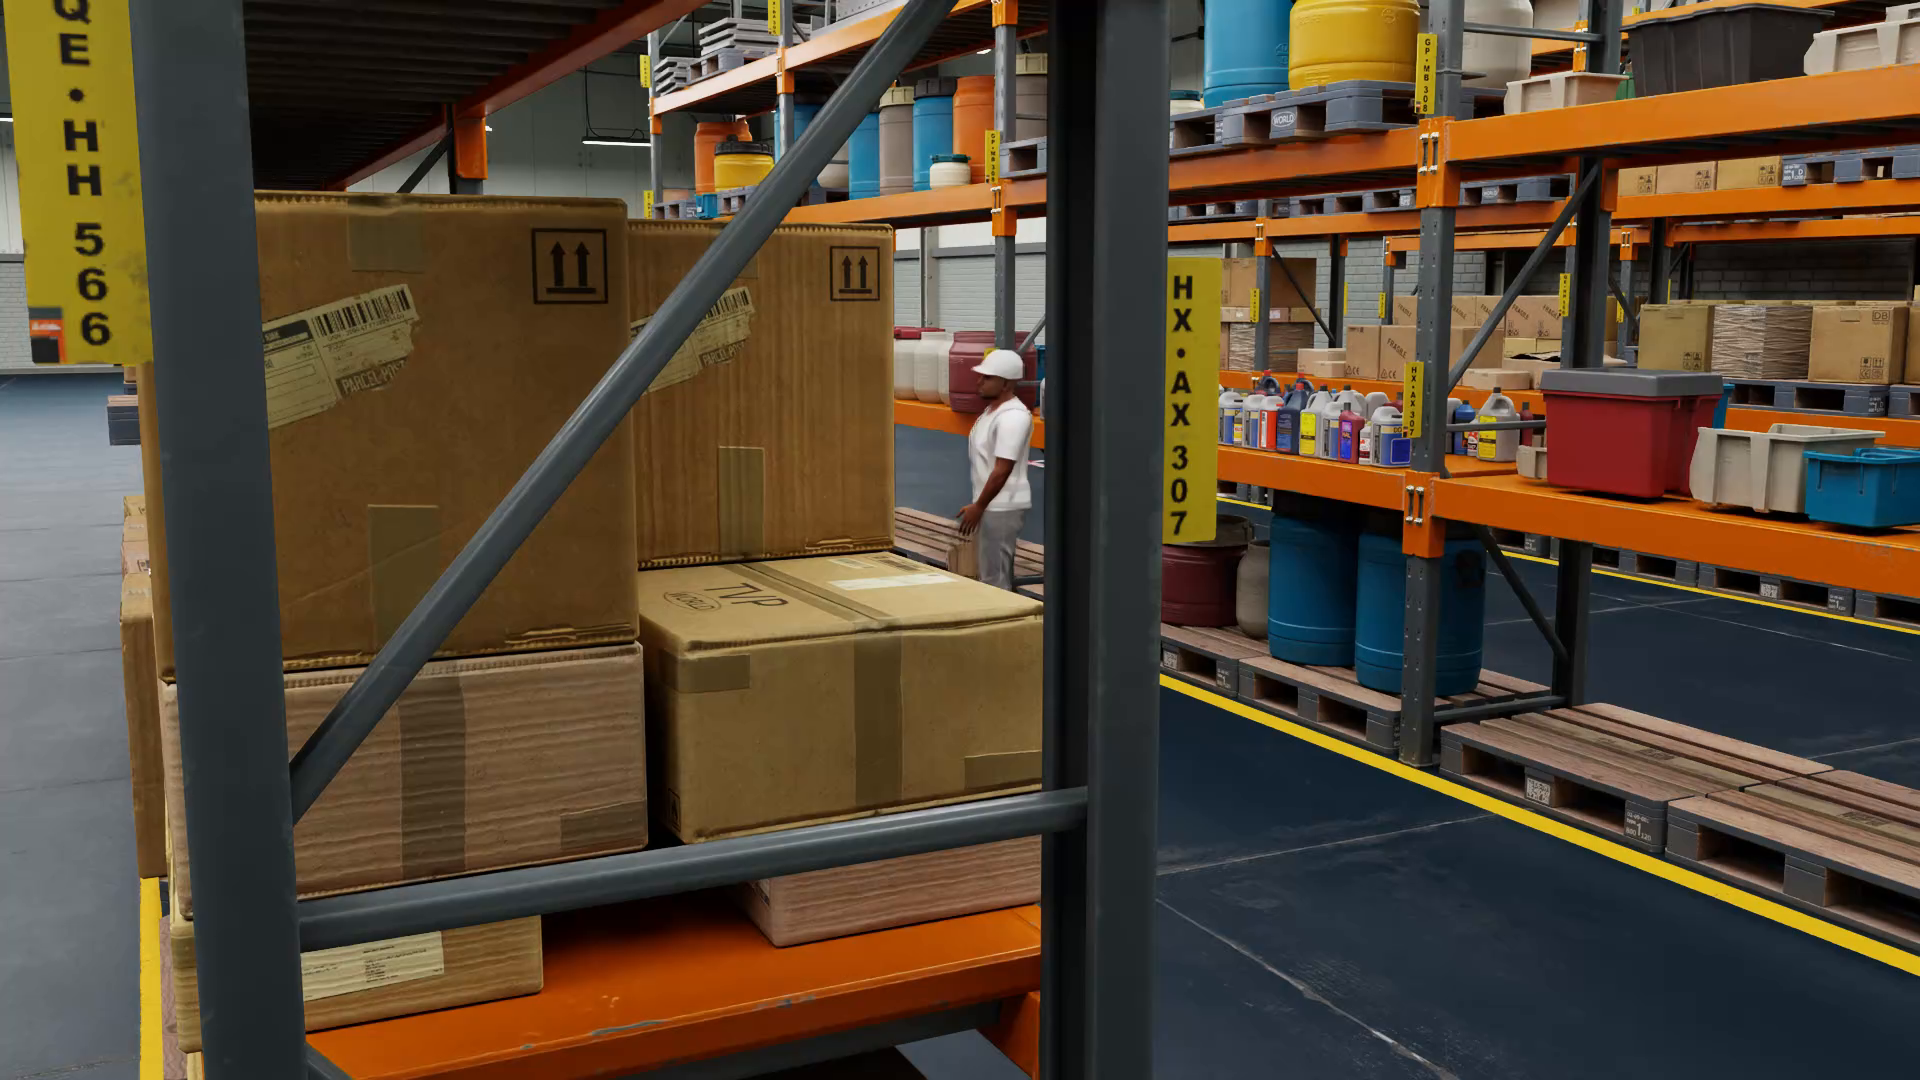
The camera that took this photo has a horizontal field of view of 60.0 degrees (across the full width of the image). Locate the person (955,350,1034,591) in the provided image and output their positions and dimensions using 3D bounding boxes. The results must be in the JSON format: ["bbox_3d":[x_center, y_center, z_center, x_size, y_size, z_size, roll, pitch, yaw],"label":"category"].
[{"bbox_3d":[0.156,-0.165,9.212,0.452,1.775,0.600,-1,9,-7],"label":"person"}]
